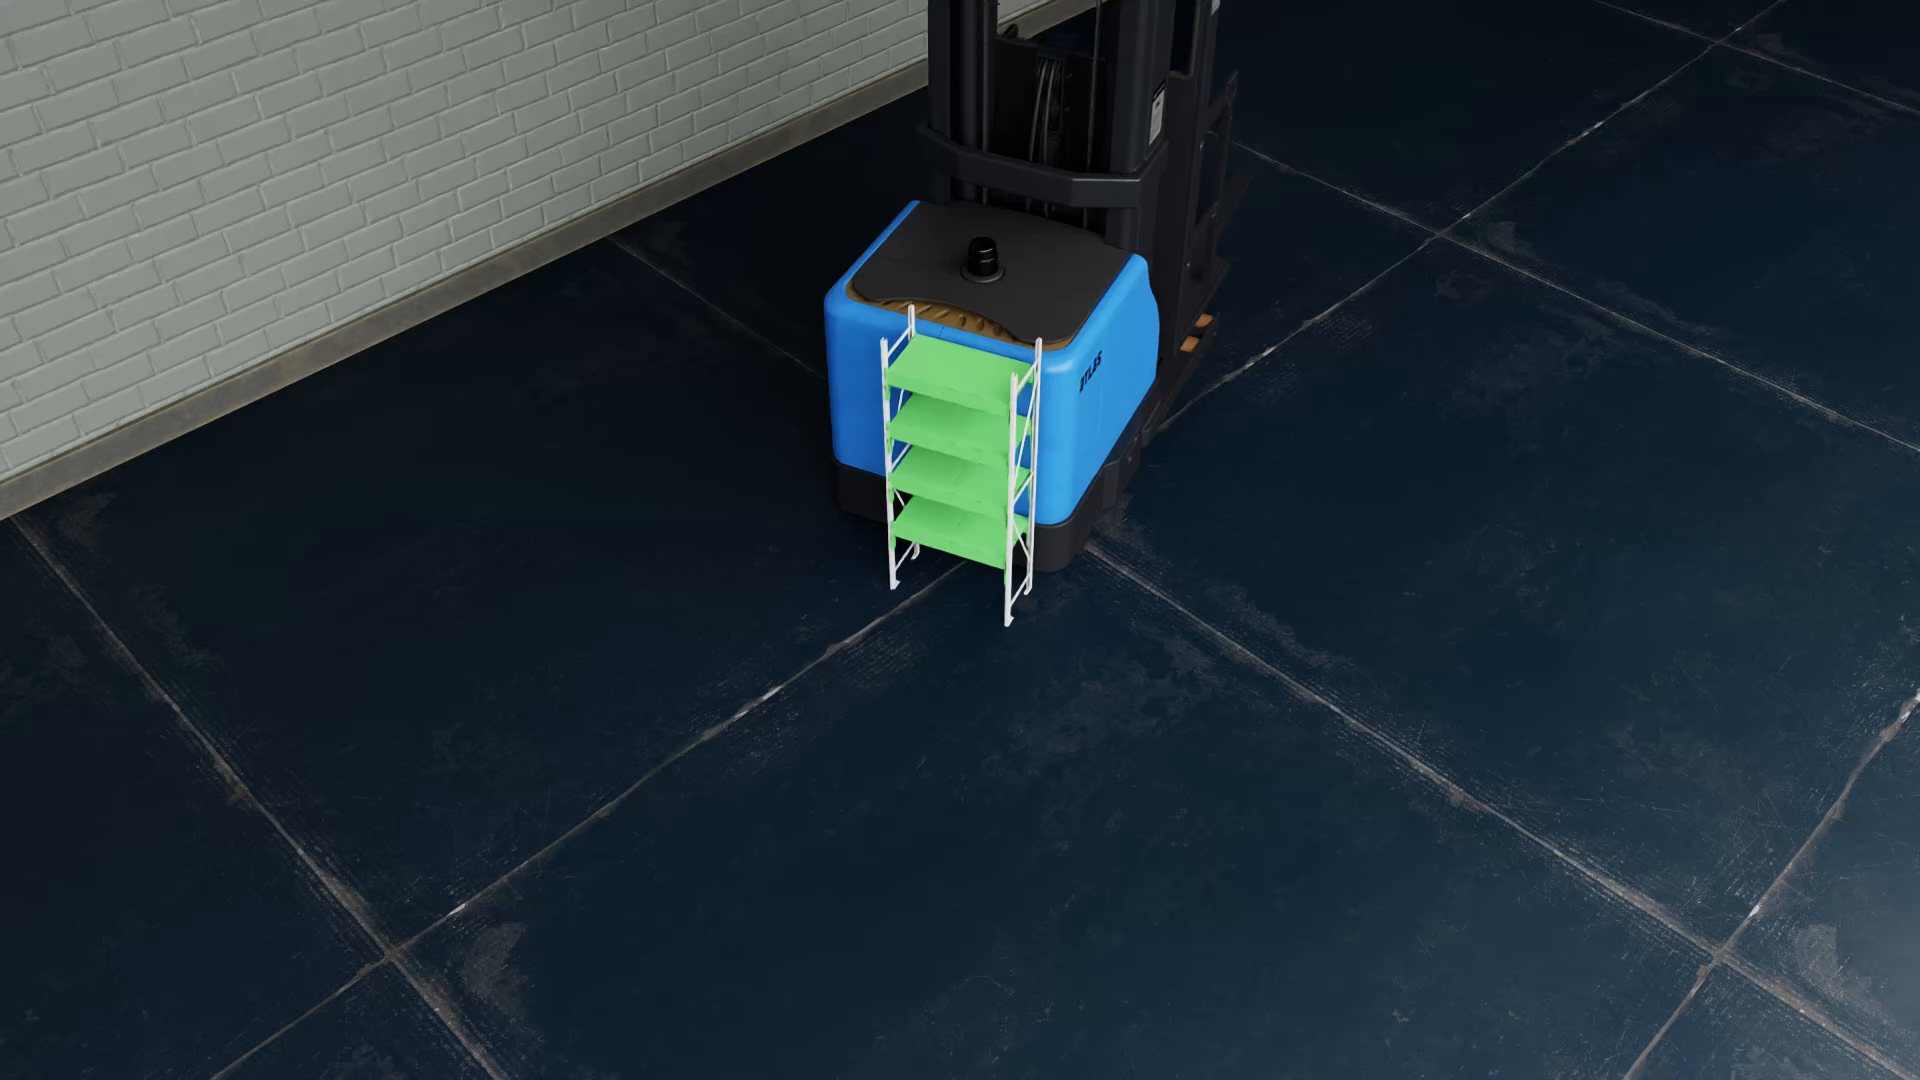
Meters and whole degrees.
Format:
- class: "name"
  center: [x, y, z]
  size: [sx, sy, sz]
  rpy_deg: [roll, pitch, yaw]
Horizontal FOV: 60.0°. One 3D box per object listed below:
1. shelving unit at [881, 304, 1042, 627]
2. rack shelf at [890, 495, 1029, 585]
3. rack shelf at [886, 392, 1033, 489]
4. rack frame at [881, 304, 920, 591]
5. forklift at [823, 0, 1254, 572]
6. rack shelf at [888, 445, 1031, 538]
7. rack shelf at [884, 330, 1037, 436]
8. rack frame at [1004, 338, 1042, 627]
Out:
- class: "shelving unit"
  center: [0.005, -0.250, 6.136]
  size: [0.503, 1.200, 0.258]
  rpy_deg: [17, 45, 18]
- class: "rack shelf"
  center: [0.005, -0.026, 6.342]
  size: [0.480, 0.148, 0.258]
  rpy_deg: [17, 45, 18]
- class: "rack shelf"
  center: [0.005, -0.379, 6.017]
  size: [0.480, 0.148, 0.258]
  rpy_deg: [17, 45, 18]
- class: "rack frame"
  center: [-0.218, -0.318, 6.210]
  size: [0.015, 1.200, 0.240]
  rpy_deg: [17, 45, 18]
- class: "forklift"
  center: [0.552, -1.954, 6.705]
  size: [1.130, 2.935, 3.031]
  rpy_deg: [17, 46, 18]
- class: "rack shelf"
  center: [0.005, -0.203, 6.179]
  size: [0.480, 0.148, 0.258]
  rpy_deg: [17, 45, 18]
- class: "rack shelf"
  center: [0.005, -0.555, 5.854]
  size: [0.480, 0.148, 0.258]
  rpy_deg: [17, 45, 18]
- class: "rack frame"
  center: [0.227, -0.182, 6.062]
  size: [0.015, 1.200, 0.240]
  rpy_deg: [17, 45, 18]
